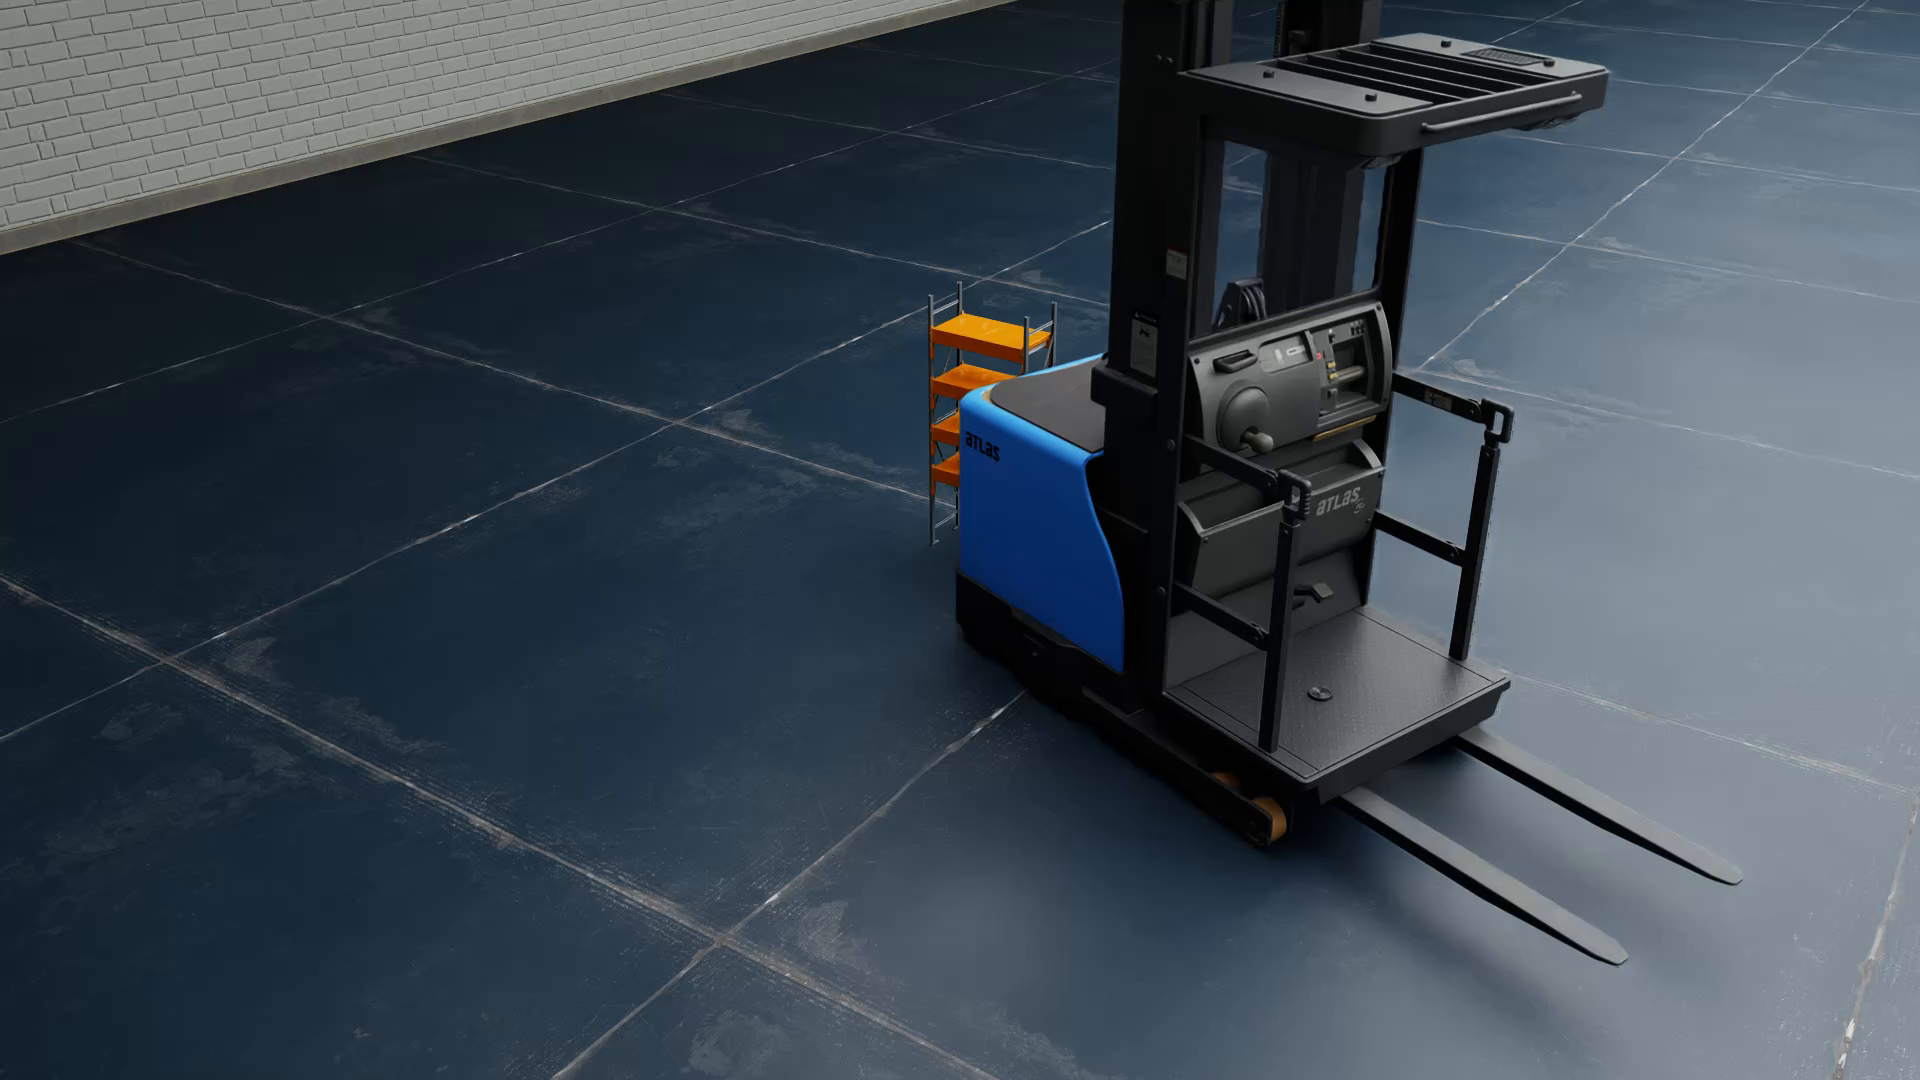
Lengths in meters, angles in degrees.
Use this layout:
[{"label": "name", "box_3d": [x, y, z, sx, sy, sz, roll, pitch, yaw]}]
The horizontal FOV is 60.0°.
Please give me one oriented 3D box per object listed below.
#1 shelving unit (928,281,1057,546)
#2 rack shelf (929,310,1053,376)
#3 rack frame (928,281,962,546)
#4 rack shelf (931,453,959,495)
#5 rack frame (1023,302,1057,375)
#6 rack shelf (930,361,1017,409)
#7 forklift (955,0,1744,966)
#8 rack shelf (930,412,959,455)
[{"label": "shelving unit", "box_3d": [0.136, -0.492, 7.357, 0.503, 1.200, 0.258, 17, 32, 30]}, {"label": "rack shelf", "box_3d": [0.136, -0.842, 7.179, 0.480, 0.148, 0.258, 17, 32, 30]}, {"label": "rack frame", "box_3d": [-0.065, -0.555, 7.480, 0.015, 1.200, 0.240, 17, 32, 30]}, {"label": "rack shelf", "box_3d": [0.136, -0.255, 7.478, 0.480, 0.148, 0.258, 17, 32, 30]}, {"label": "rack frame", "box_3d": [0.338, -0.430, 7.234, 0.015, 1.200, 0.240, 17, 32, 30]}, {"label": "rack shelf", "box_3d": [0.136, -0.632, 7.286, 0.480, 0.148, 0.258, 17, 32, 30]}, {"label": "forklift", "box_3d": [1.264, -0.519, 5.501, 1.130, 2.935, 3.031, -19, 32, -32]}, {"label": "rack shelf", "box_3d": [0.136, -0.432, 7.388, 0.480, 0.148, 0.258, 17, 32, 30]}]
